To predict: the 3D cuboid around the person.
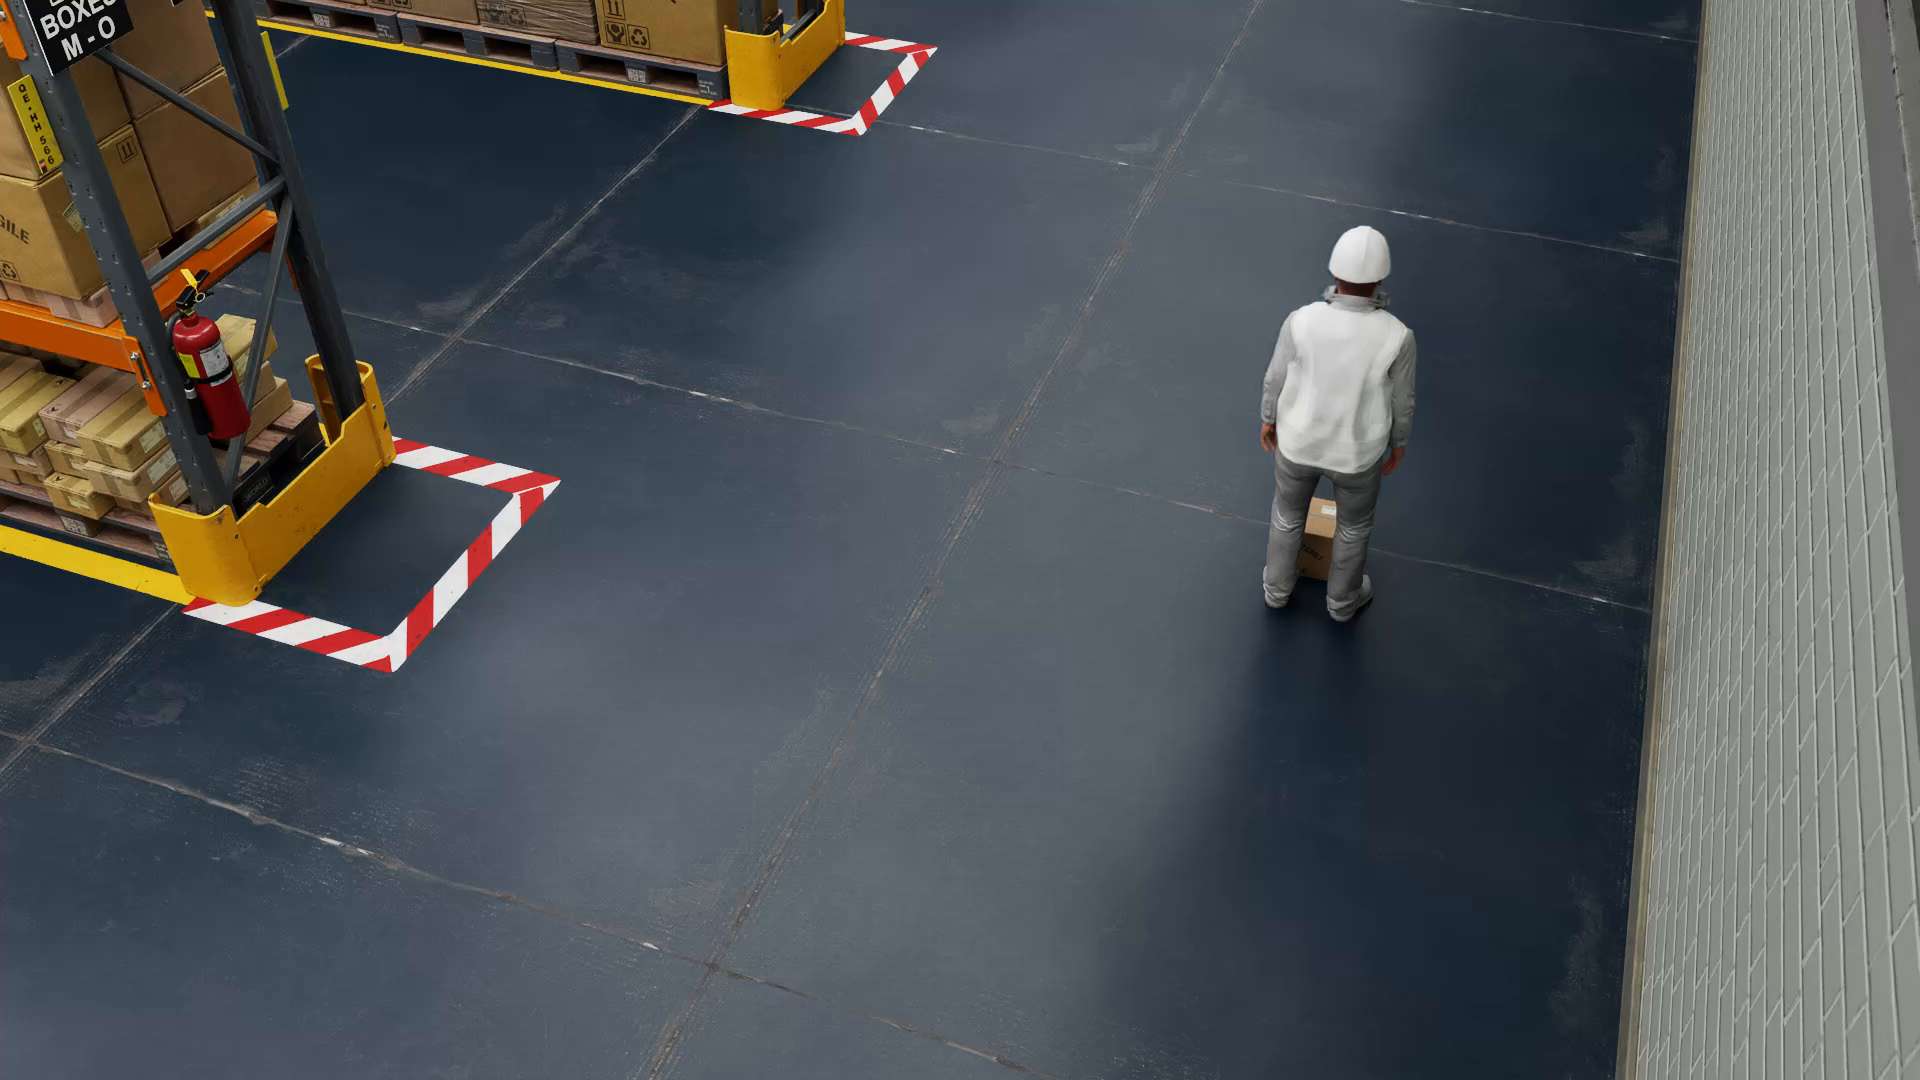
[{"bbox_3d":[1.484,-0.421,6.620,0.586,1.771,0.466,13,43,14],"label":"person"}]
